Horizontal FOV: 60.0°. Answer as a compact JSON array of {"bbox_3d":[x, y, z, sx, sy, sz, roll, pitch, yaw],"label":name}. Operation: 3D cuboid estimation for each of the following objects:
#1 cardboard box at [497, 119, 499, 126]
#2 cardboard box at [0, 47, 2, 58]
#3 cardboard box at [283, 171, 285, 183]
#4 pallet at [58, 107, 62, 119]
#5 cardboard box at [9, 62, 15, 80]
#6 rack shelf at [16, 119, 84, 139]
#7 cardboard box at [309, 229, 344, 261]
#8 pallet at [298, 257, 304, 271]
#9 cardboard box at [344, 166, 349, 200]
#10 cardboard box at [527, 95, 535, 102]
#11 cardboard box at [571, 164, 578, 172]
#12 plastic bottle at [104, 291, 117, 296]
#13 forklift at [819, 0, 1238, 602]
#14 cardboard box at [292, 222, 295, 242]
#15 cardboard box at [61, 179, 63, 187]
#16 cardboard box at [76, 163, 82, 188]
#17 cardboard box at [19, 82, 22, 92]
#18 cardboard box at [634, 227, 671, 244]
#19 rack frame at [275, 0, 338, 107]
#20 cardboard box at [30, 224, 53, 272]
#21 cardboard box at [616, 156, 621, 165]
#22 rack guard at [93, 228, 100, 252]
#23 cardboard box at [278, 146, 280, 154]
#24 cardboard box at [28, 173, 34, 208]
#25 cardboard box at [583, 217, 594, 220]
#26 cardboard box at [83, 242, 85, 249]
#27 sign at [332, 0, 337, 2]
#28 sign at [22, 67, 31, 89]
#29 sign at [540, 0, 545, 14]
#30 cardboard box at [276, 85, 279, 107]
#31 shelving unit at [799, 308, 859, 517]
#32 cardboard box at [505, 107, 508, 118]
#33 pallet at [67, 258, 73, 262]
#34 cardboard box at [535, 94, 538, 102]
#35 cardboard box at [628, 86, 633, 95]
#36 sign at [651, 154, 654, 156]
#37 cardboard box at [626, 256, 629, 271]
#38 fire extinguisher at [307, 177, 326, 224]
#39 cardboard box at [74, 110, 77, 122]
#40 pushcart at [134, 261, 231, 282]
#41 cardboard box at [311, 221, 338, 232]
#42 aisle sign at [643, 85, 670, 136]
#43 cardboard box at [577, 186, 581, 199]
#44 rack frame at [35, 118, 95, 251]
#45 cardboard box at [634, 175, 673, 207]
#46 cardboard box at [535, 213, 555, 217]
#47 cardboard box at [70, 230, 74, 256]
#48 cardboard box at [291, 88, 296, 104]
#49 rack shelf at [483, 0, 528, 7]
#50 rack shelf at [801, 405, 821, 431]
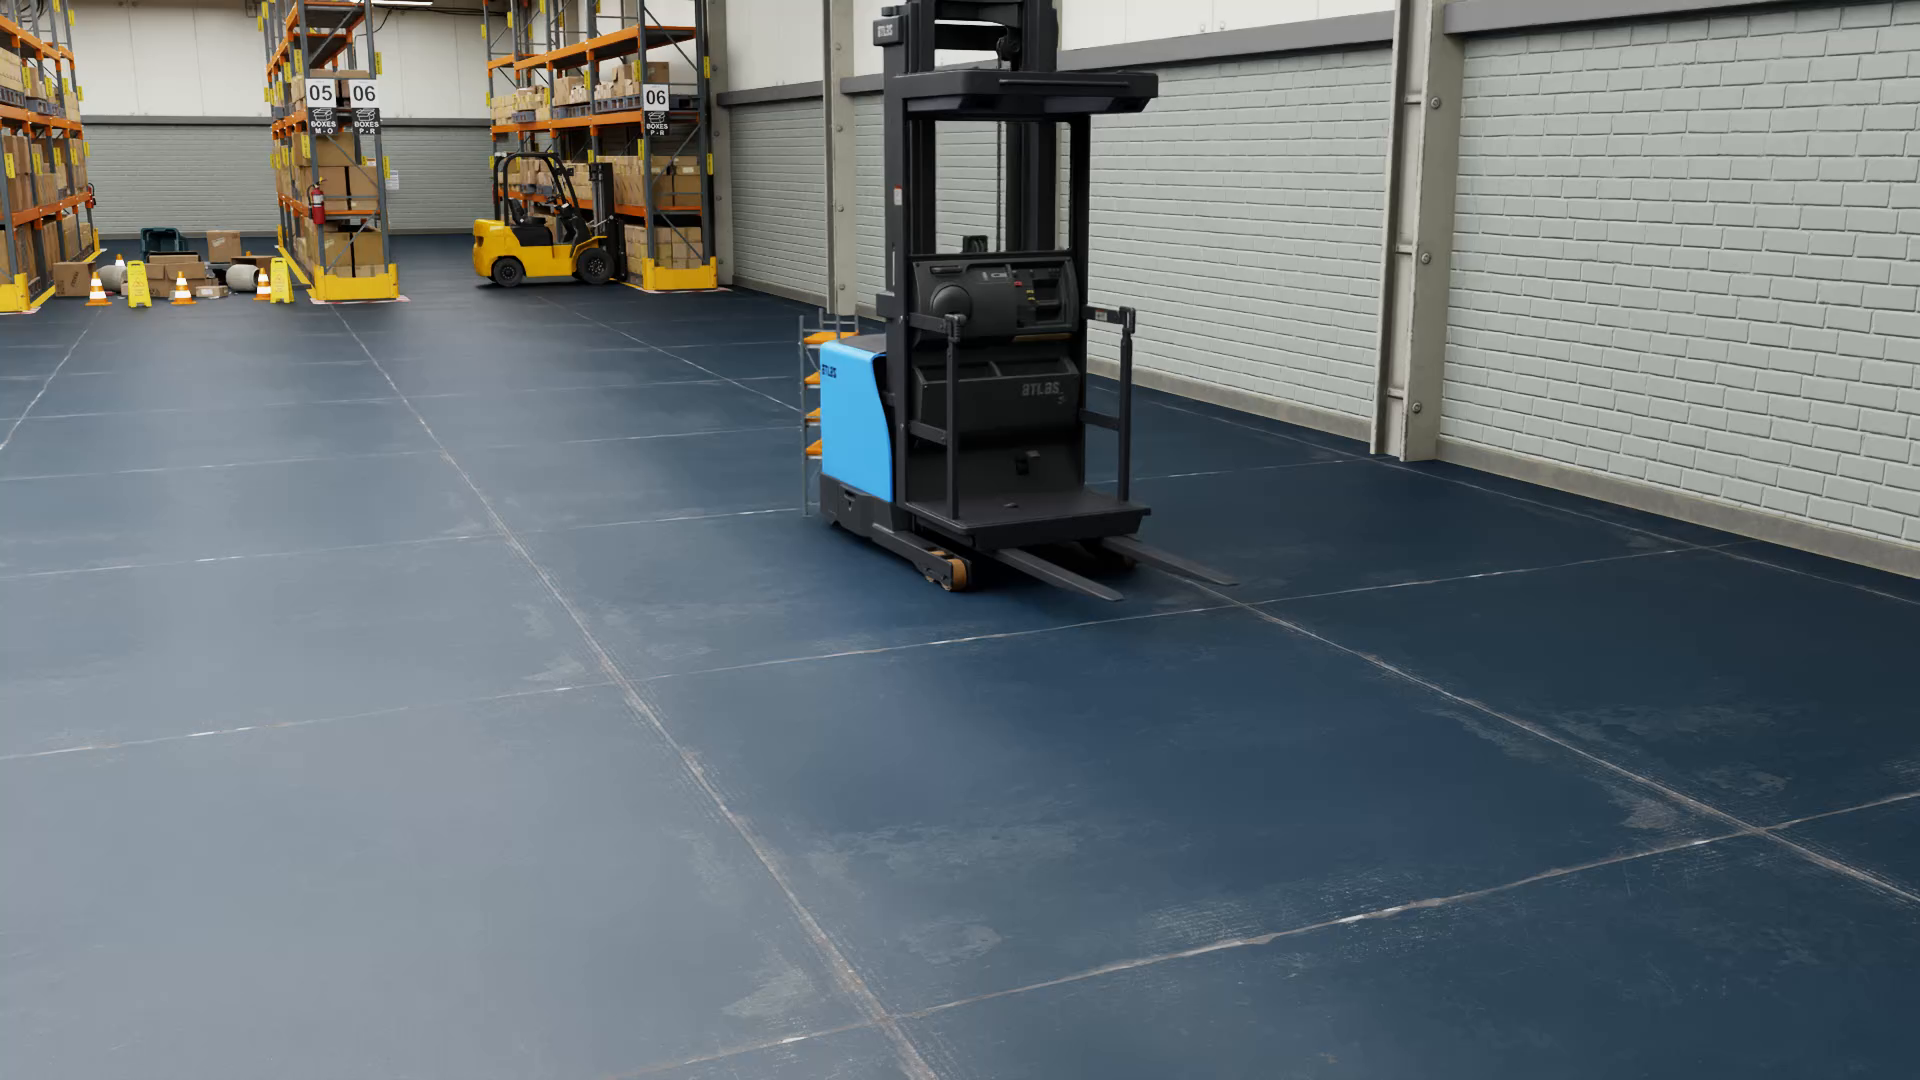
[{"bbox_3d":[-10.828,-9.953,39.628,0.380,0.149,0.250,-5,14,-22],"label":"cardboard box"},{"bbox_3d":[-13.742,-6.881,23.432,0.380,0.149,0.250,-5,14,-22],"label":"cardboard box"},{"bbox_3d":[-13.579,-7.435,34.066,0.500,0.250,0.500,-5,14,-22],"label":"cardboard box"},{"bbox_3d":[-17.836,-8.144,31.667,1.213,0.211,1.003,-6,14,-23],"label":"pallet"},{"bbox_3d":[-14.366,-6.972,24.709,0.500,0.250,0.500,-6,14,-23],"label":"cardboard box"},{"bbox_3d":[-19.205,-8.649,35.030,1.077,0.370,4.000,-6,14,-23],"label":"rack shelf"},{"bbox_3d":[-10.070,-4.698,26.521,0.500,0.500,0.500,-6,14,-24],"label":"cardboard box"},{"bbox_3d":[-11.995,-5.246,31.569,1.003,0.211,1.213,-6,14,-23],"label":"pallet"},{"bbox_3d":[-9.248,-5.537,25.759,0.500,0.500,0.500,-5,14,-21],"label":"cardboard box"},{"bbox_3d":[-8.974,-9.365,35.273,0.380,0.149,0.250,-6,14,-23],"label":"cardboard box"},{"bbox_3d":[-7.214,-7.113,31.792,0.380,0.149,0.250,-6,14,-24],"label":"cardboard box"},{"bbox_3d":[-13.174,-3.797,25.640,0.283,0.061,0.133,-12,18,-42],"label":"plastic bottle"},{"bbox_3d":[0.288,-1.285,8.423,1.130,2.935,3.031,-6,15,-26],"label":"forklift"},{"bbox_3d":[-14.421,-6.873,37.167,0.875,0.438,0.875,-6,14,-25],"label":"cardboard box"},{"bbox_3d":[-17.644,-6.929,32.281,0.380,0.149,0.250,-6,14,-25],"label":"cardboard box"},{"bbox_3d":[-18.745,-7.652,34.900,0.500,0.500,0.500,-6,14,-24],"label":"cardboard box"},{"bbox_3d":[-14.660,-6.966,25.567,0.380,0.149,0.250,-5,14,-22],"label":"cardboard box"},{"bbox_3d":[-5.026,-4.982,27.192,0.500,0.250,0.500,-5,14,-21],"label":"cardboard box"},{"bbox_3d":[-12.307,-9.689,31.277,1.000,3.000,0.127,-6,14,-23],"label":"rack frame"},{"bbox_3d":[-15.914,-4.900,27.948,1.050,0.750,0.750,-6,14,-23],"label":"cardboard box"},{"bbox_3d":[-5.713,-6.547,28.686,0.380,0.149,0.250,-6,14,-23],"label":"cardboard box"},{"bbox_3d":[-19.976,-6.718,37.286,1.175,0.500,0.348,-6,14,-23],"label":"rack guard"},{"bbox_3d":[-14.351,-8.201,35.713,0.500,0.500,0.500,-6,14,-23],"label":"cardboard box"},{"bbox_3d":[-15.041,-5.470,26.019,0.875,0.550,0.550,-6,14,-23],"label":"cardboard box"},{"bbox_3d":[-7.684,-6.654,34.642,0.380,0.149,0.250,-5,14,-20],"label":"cardboard box"},{"bbox_3d":[-18.362,-6.100,34.464,0.380,0.149,0.250,-5,14,-21],"label":"cardboard box"},{"bbox_3d":[-11.814,-10.234,31.383,0.100,0.325,0.005,-6,14,-23],"label":"sign"},{"bbox_3d":[-14.692,-7.274,26.173,0.100,0.325,0.005,-6,14,-23],"label":"sign"},{"bbox_3d":[-8.253,-10.581,32.882,0.100,0.325,0.005,-6,14,-23],"label":"sign"},{"bbox_3d":[-13.278,-8.819,33.016,0.500,0.500,0.500,-5,14,-22],"label":"cardboard box"},{"bbox_3d":[-0.779,-0.776,10.062,0.258,1.200,0.503,2,13,9],"label":"shelving unit"},{"bbox_3d":[-10.198,-9.865,38.364,0.500,0.250,0.500,-5,14,-22],"label":"cardboard box"},{"bbox_3d":[-17.114,-5.101,30.944,1.003,0.211,1.213,-6,14,-23],"label":"pallet"},{"bbox_3d":[-8.689,-9.255,34.843,0.380,0.149,0.250,-6,14,-23],"label":"cardboard box"},{"bbox_3d":[-5.166,-7.299,27.005,0.380,0.149,0.250,-6,14,-25],"label":"cardboard box"},{"bbox_3d":[-5.650,-6.900,30.434,0.100,0.325,0.005,-6,14,-23],"label":"sign"},{"bbox_3d":[-5.416,-4.704,28.209,0.500,0.250,0.500,-5,14,-22],"label":"cardboard box"},{"bbox_3d":[-9.479,-5.011,24.538,0.296,0.674,0.183,-6,14,-23],"label":"fire extinguisher"},{"bbox_3d":[-18.953,-8.953,35.081,0.500,0.250,0.500,-5,14,-20],"label":"cardboard box"},{"bbox_3d":[-12.774,-4.446,27.744,1.648,0.377,0.936,-12,18,-42],"label":"pushcart"},{"bbox_3d":[-9.871,-4.872,25.832,0.380,0.149,0.250,-5,14,-21],"label":"cardboard box"},{"bbox_3d":[-4.798,-6.789,26.286,0.394,0.787,0.004,-6,14,-23],"label":"aisle sign"},{"bbox_3d":[-6.977,-6.605,31.589,0.500,0.250,0.500,-6,14,-23],"label":"cardboard box"},{"bbox_3d":[-20.006,-7.951,37.072,1.000,3.000,0.127,-6,14,-23],"label":"rack frame"},{"bbox_3d":[-4.993,-5.689,27.078,0.500,0.500,0.500,-6,14,-24],"label":"cardboard box"},{"bbox_3d":[-9.168,-7.144,36.760,0.380,0.149,0.250,-6,15,-26],"label":"cardboard box"},{"bbox_3d":[-17.266,-5.664,31.800,0.500,0.500,0.500,-6,14,-24],"label":"cardboard box"},{"bbox_3d":[-10.779,-7.358,27.528,0.500,0.250,0.500,-6,14,-24],"label":"cardboard box"},{"bbox_3d":[-10.164,-12.647,38.279,1.077,0.370,4.000,-6,14,-23],"label":"rack shelf"},{"bbox_3d":[-0.779,-0.711,10.077,0.258,0.148,0.480,2,13,9],"label":"rack shelf"}]
